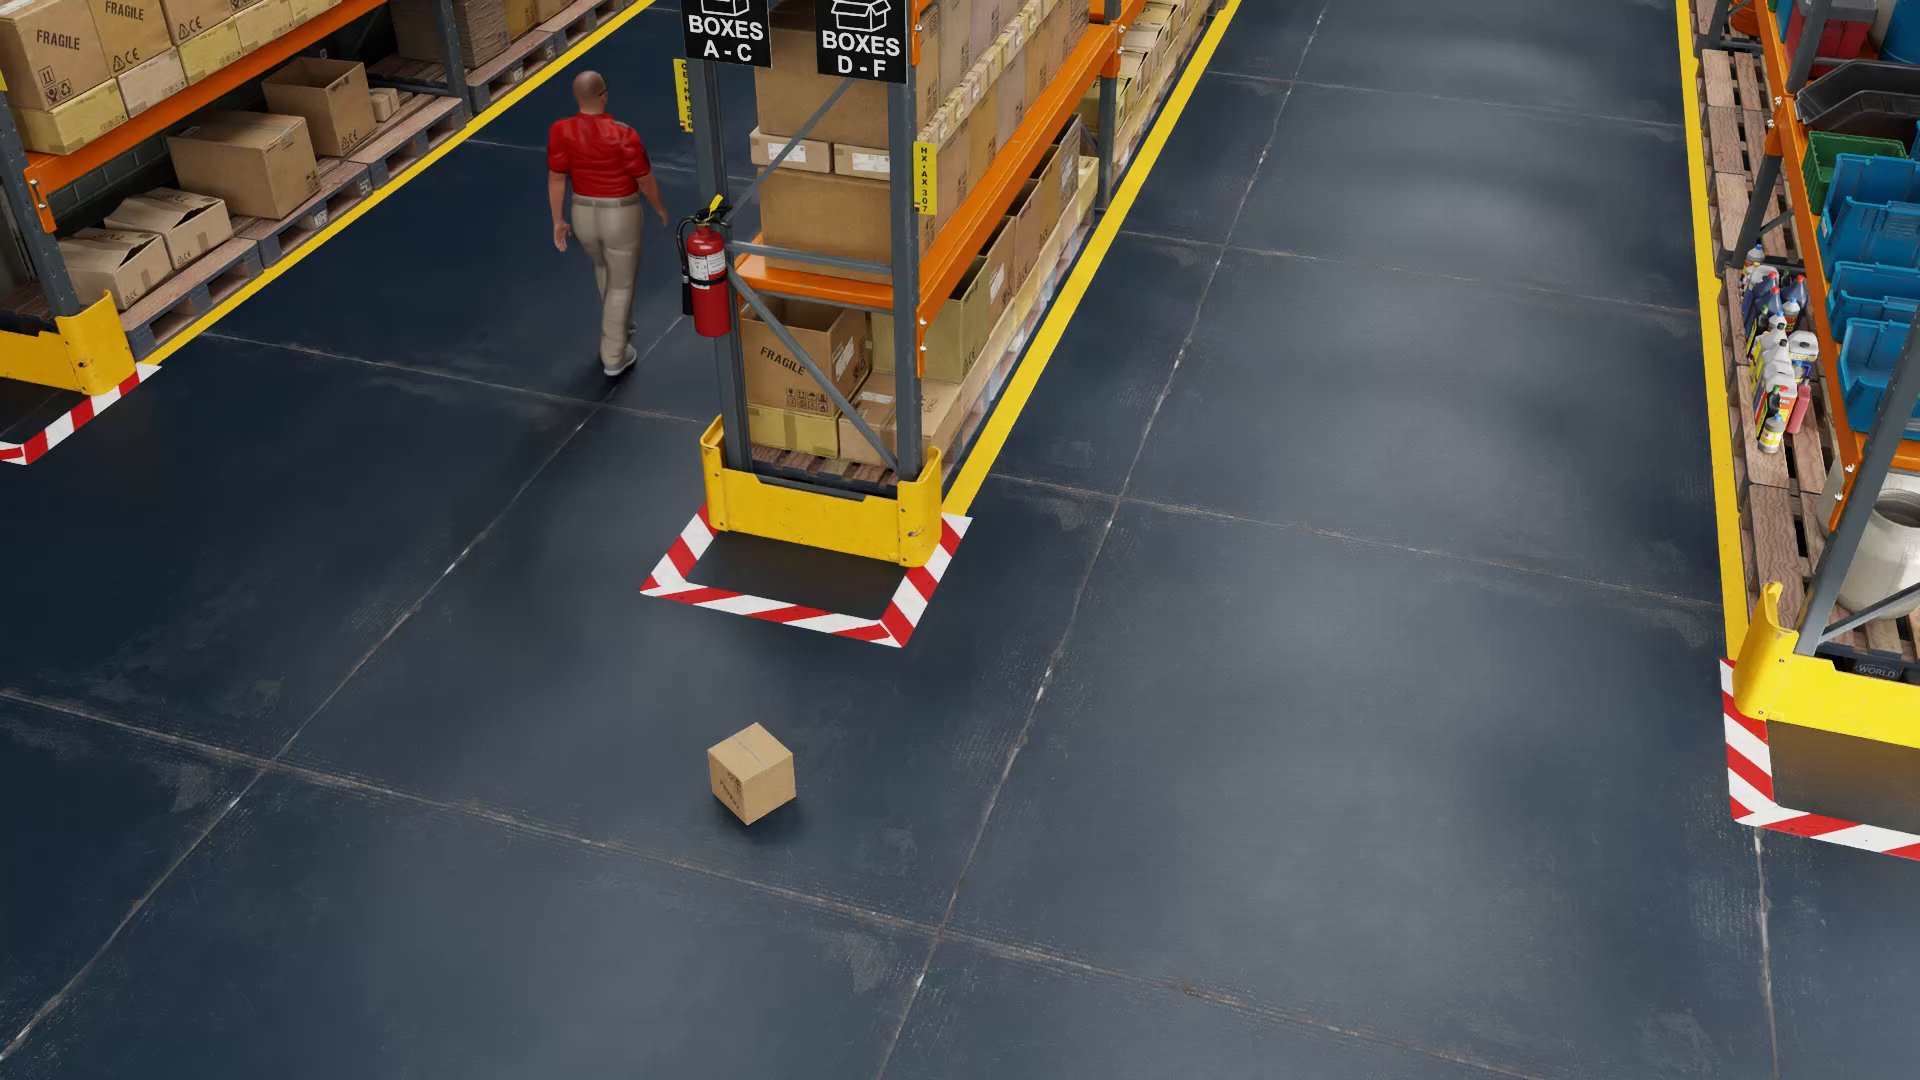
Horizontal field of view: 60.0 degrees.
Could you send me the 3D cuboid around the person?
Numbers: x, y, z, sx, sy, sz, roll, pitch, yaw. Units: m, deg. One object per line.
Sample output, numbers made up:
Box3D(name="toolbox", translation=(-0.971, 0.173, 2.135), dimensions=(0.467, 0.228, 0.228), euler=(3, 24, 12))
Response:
Box3D(name="person", translation=(-1.941, -1.775, 9.317), dimensions=(0.573, 1.790, 0.724), euler=(10, 38, 13))
